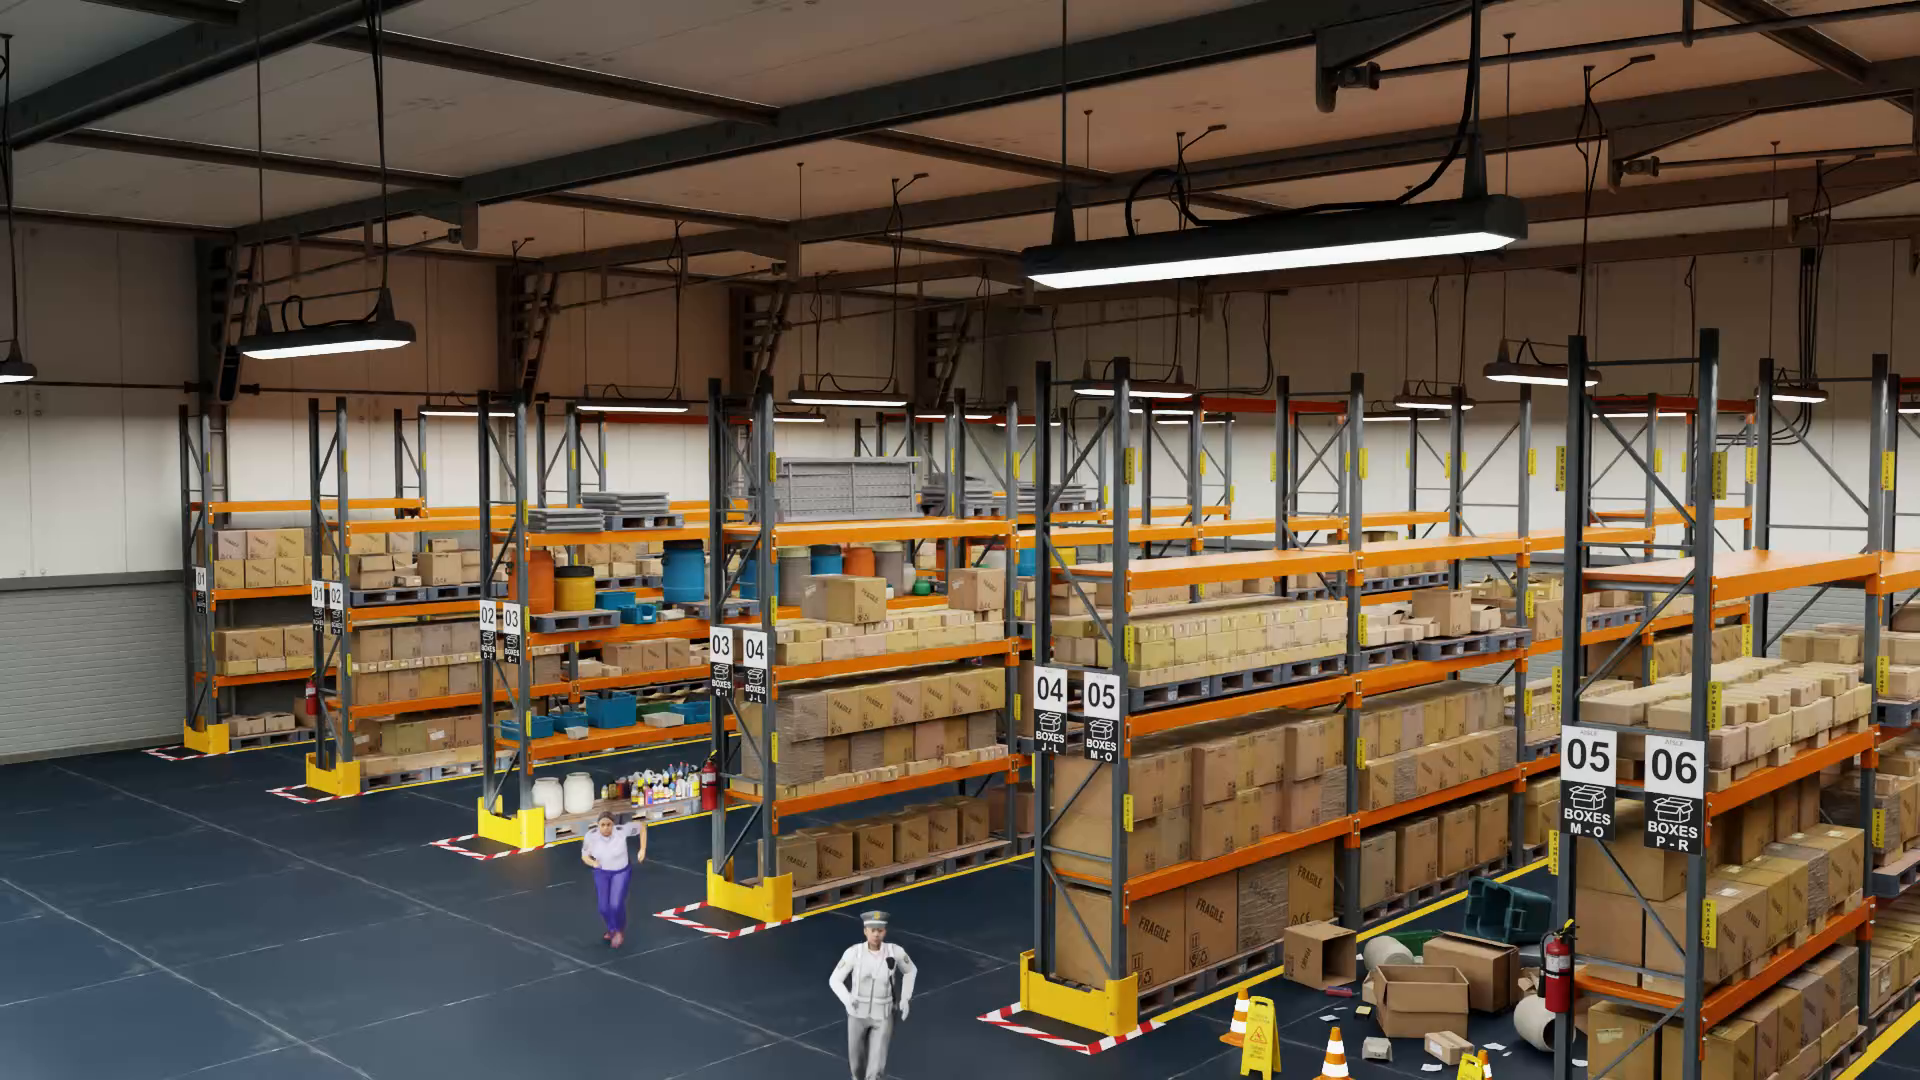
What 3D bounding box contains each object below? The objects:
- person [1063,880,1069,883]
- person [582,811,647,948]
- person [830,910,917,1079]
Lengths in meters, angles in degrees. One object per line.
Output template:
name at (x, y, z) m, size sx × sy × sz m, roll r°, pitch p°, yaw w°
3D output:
person at (1.454, 3.309, 18.752) m, size 0.674 × 1.789 × 0.981 m, roll 2°, pitch 4°, yaw 38°
person at (-3.579, 3.501, 17.248) m, size 0.634 × 1.508 × 0.890 m, roll 0°, pitch 3°, yaw -2°
person at (-0.666, 3.644, 12.664) m, size 0.657 × 1.688 × 0.947 m, roll 0°, pitch 3°, yaw 2°
